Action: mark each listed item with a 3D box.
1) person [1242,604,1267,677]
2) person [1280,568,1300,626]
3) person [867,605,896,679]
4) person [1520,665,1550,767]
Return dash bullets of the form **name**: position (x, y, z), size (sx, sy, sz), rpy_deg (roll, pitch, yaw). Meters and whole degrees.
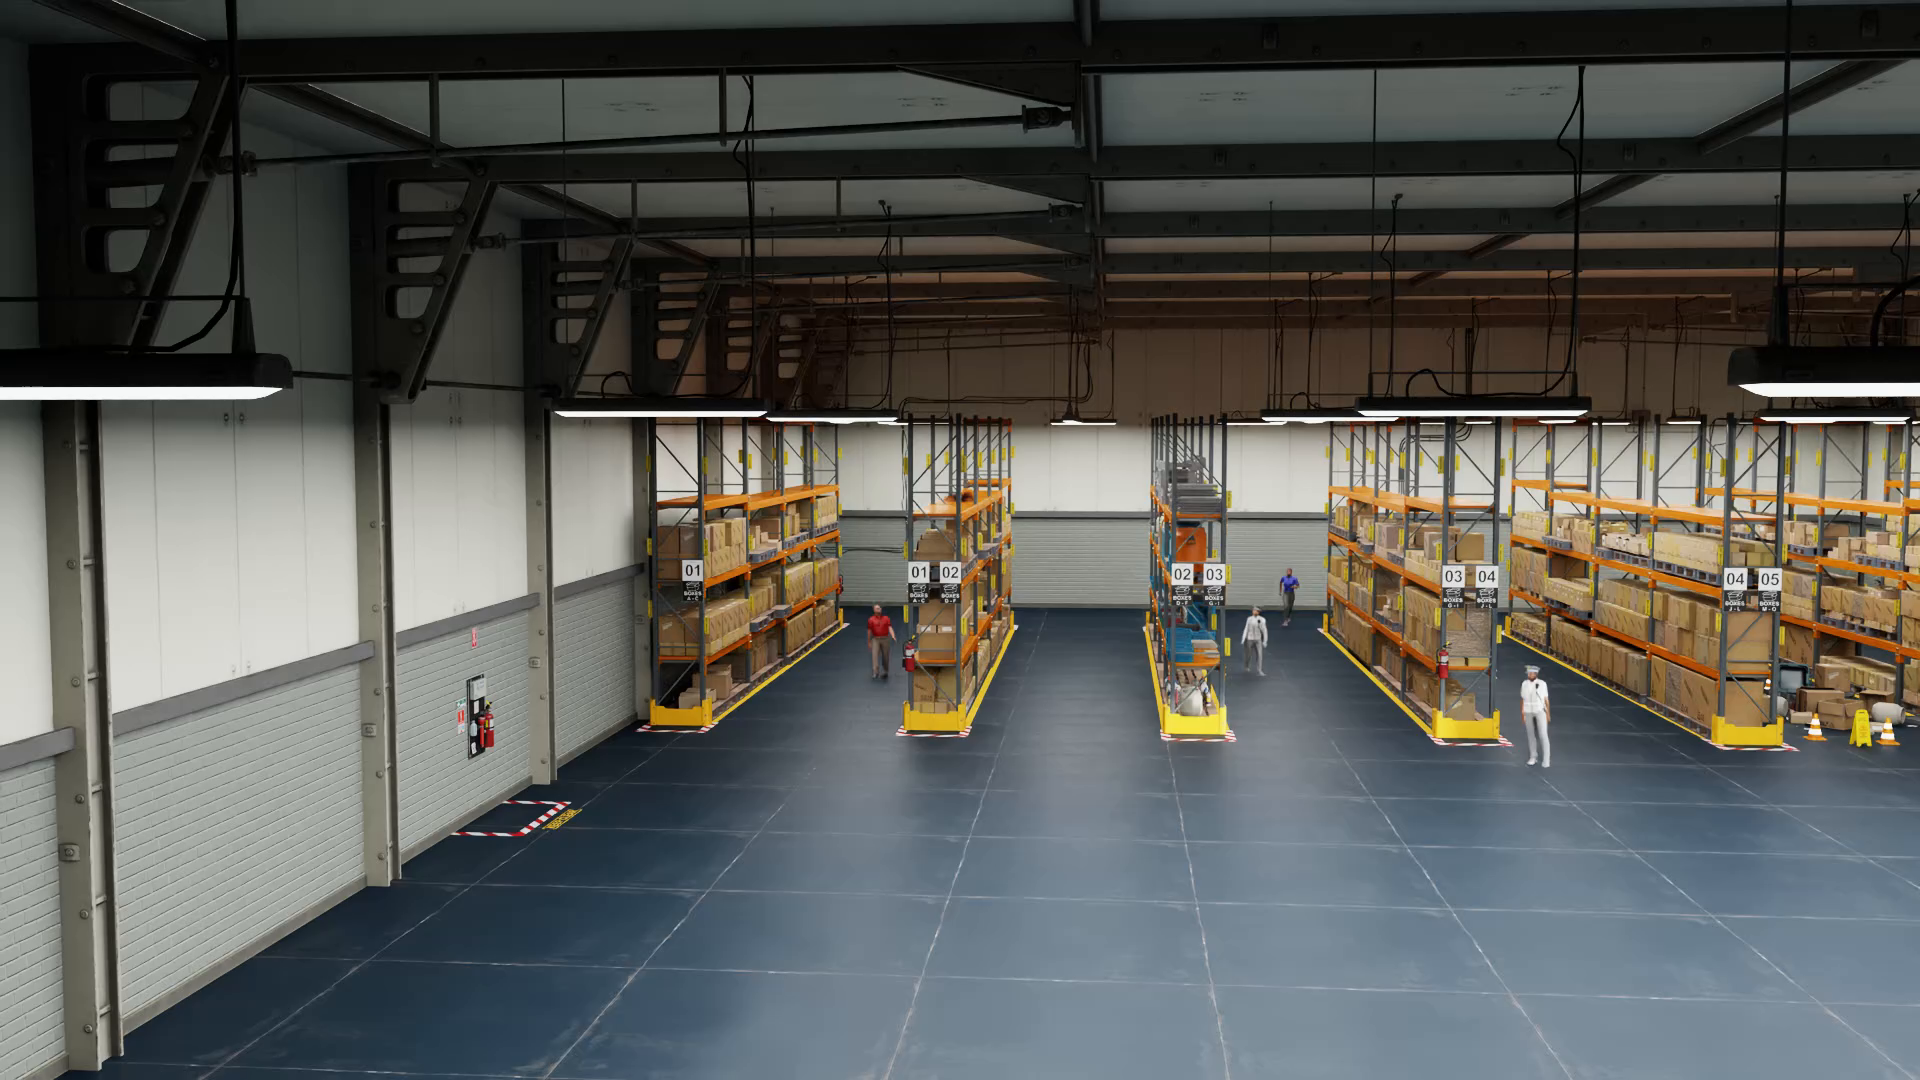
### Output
- **person**: position (6.806, 2.306, 38.470), size (0.603, 1.644, 0.980), rpy_deg (0, 4, -2)
- **person**: position (9.586, 1.624, 48.324), size (0.554, 1.628, 0.966), rpy_deg (0, 4, 5)
- **person**: position (-1.792, 2.324, 38.032), size (0.693, 1.647, 1.060), rpy_deg (0, 4, 3)
- **person**: position (9.807, 2.990, 28.340), size (0.551, 1.722, 0.359), rpy_deg (3, 5, 38)
